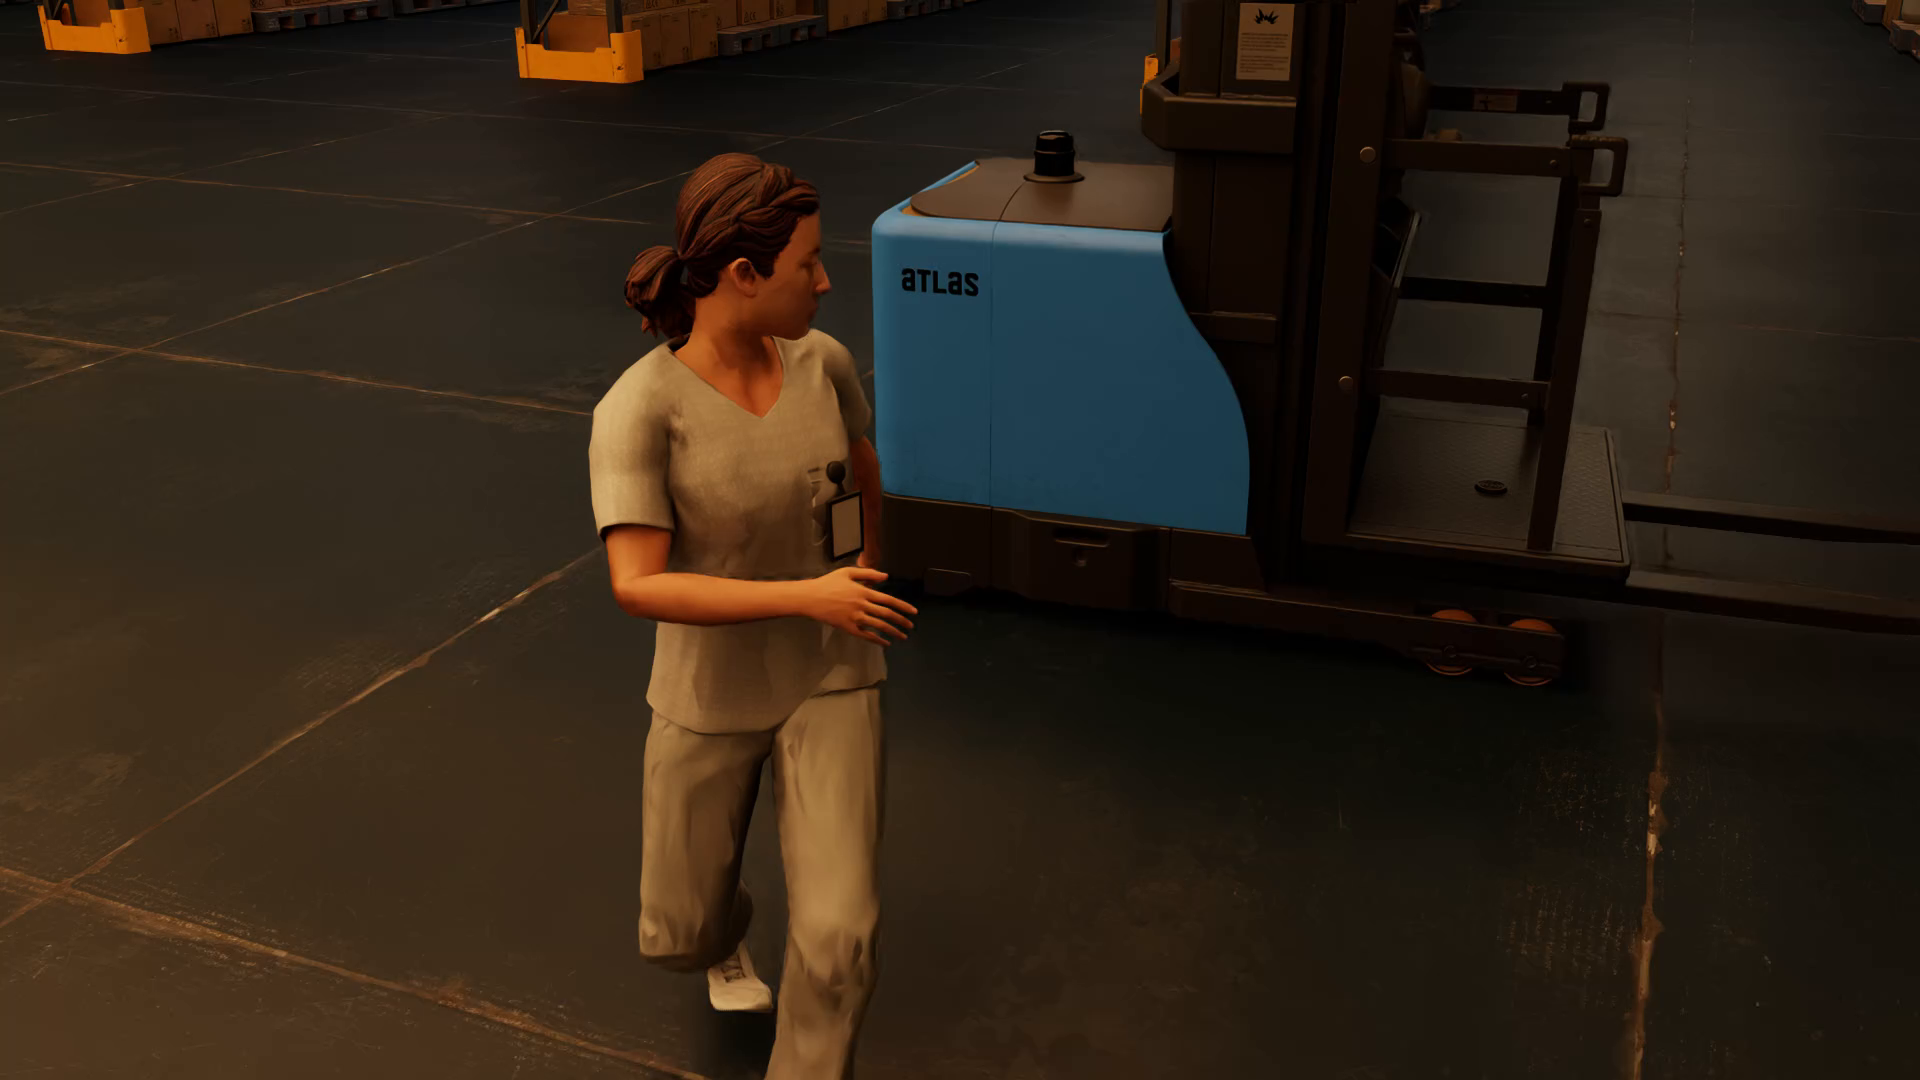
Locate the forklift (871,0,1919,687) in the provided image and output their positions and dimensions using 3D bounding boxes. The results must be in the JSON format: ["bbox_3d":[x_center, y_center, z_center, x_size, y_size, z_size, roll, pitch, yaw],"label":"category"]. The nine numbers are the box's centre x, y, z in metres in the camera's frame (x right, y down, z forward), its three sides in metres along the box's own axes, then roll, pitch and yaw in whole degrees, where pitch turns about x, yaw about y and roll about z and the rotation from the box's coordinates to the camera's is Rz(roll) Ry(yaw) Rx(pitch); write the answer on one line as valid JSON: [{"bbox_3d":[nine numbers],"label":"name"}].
[{"bbox_3d":[1.327,-1.212,4.191,3.031,2.935,1.130,7,24,16],"label":"forklift"}]

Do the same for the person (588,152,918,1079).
[{"bbox_3d":[-0.289,0.221,2.539,0.485,1.593,0.817,-6,23,-14],"label":"person"}]
